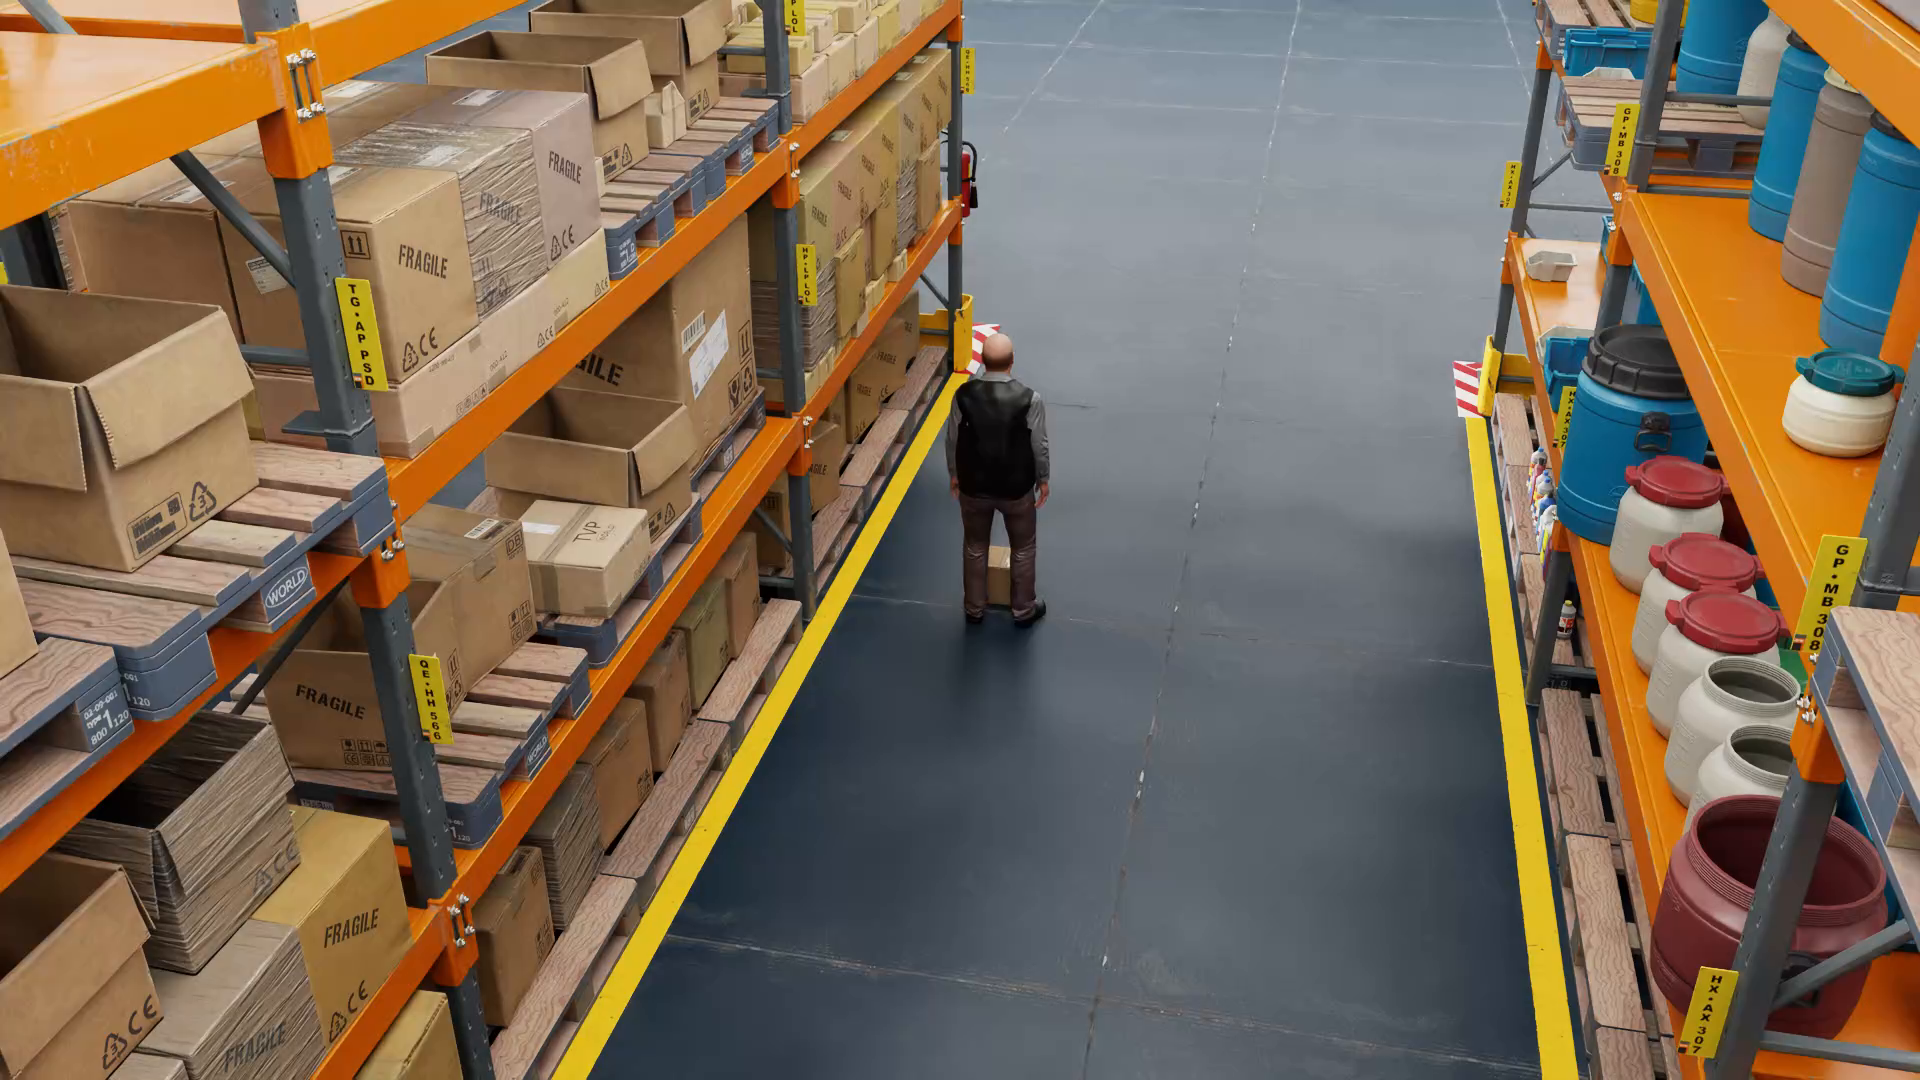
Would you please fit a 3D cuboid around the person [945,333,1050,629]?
[{"bbox_3d":[0.206,-0.301,9.198,0.578,1.720,0.419,5,29,10],"label":"person"}]
